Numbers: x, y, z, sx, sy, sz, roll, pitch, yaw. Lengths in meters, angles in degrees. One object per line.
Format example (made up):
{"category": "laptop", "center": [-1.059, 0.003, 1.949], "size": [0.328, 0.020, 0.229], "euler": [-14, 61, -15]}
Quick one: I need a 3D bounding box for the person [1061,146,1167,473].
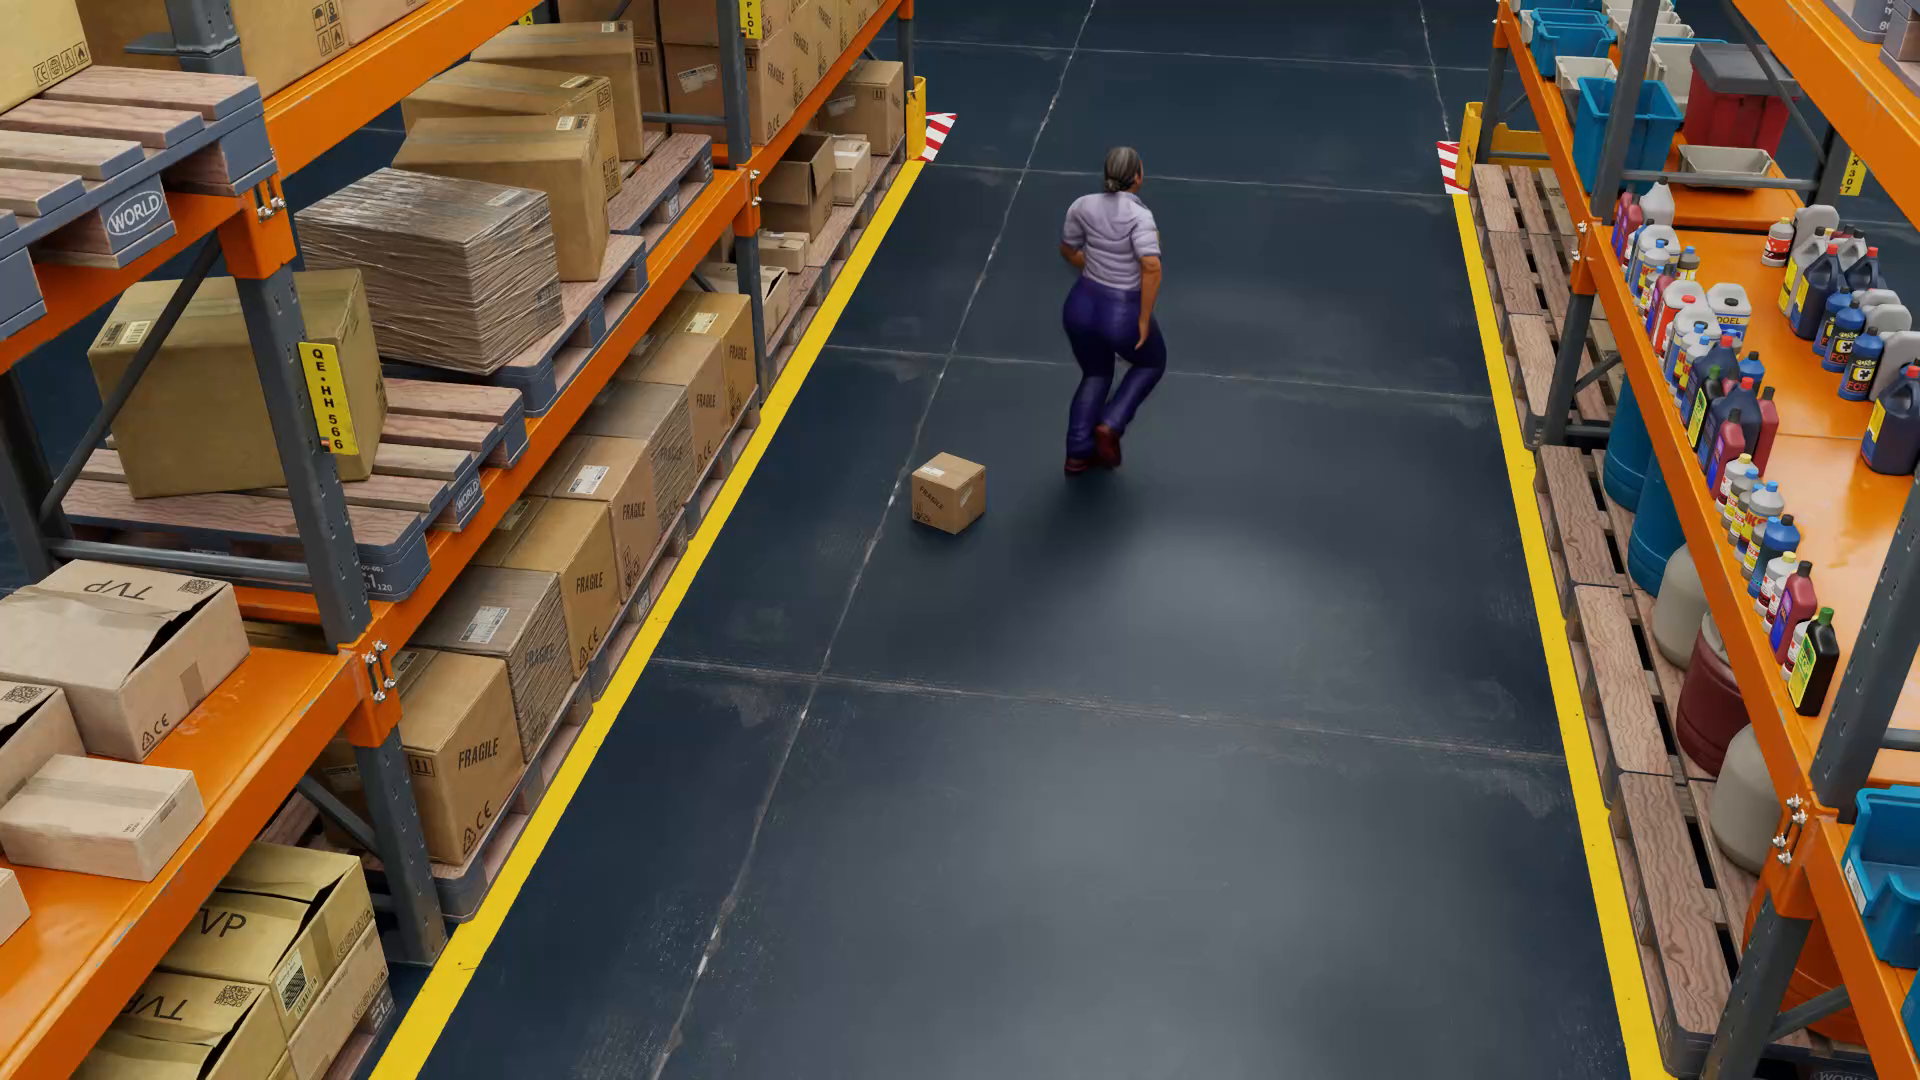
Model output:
{"category": "person", "center": [0.757, -1.097, 7.914], "size": [0.628, 1.585, 0.580], "euler": [22, 38, 30]}
